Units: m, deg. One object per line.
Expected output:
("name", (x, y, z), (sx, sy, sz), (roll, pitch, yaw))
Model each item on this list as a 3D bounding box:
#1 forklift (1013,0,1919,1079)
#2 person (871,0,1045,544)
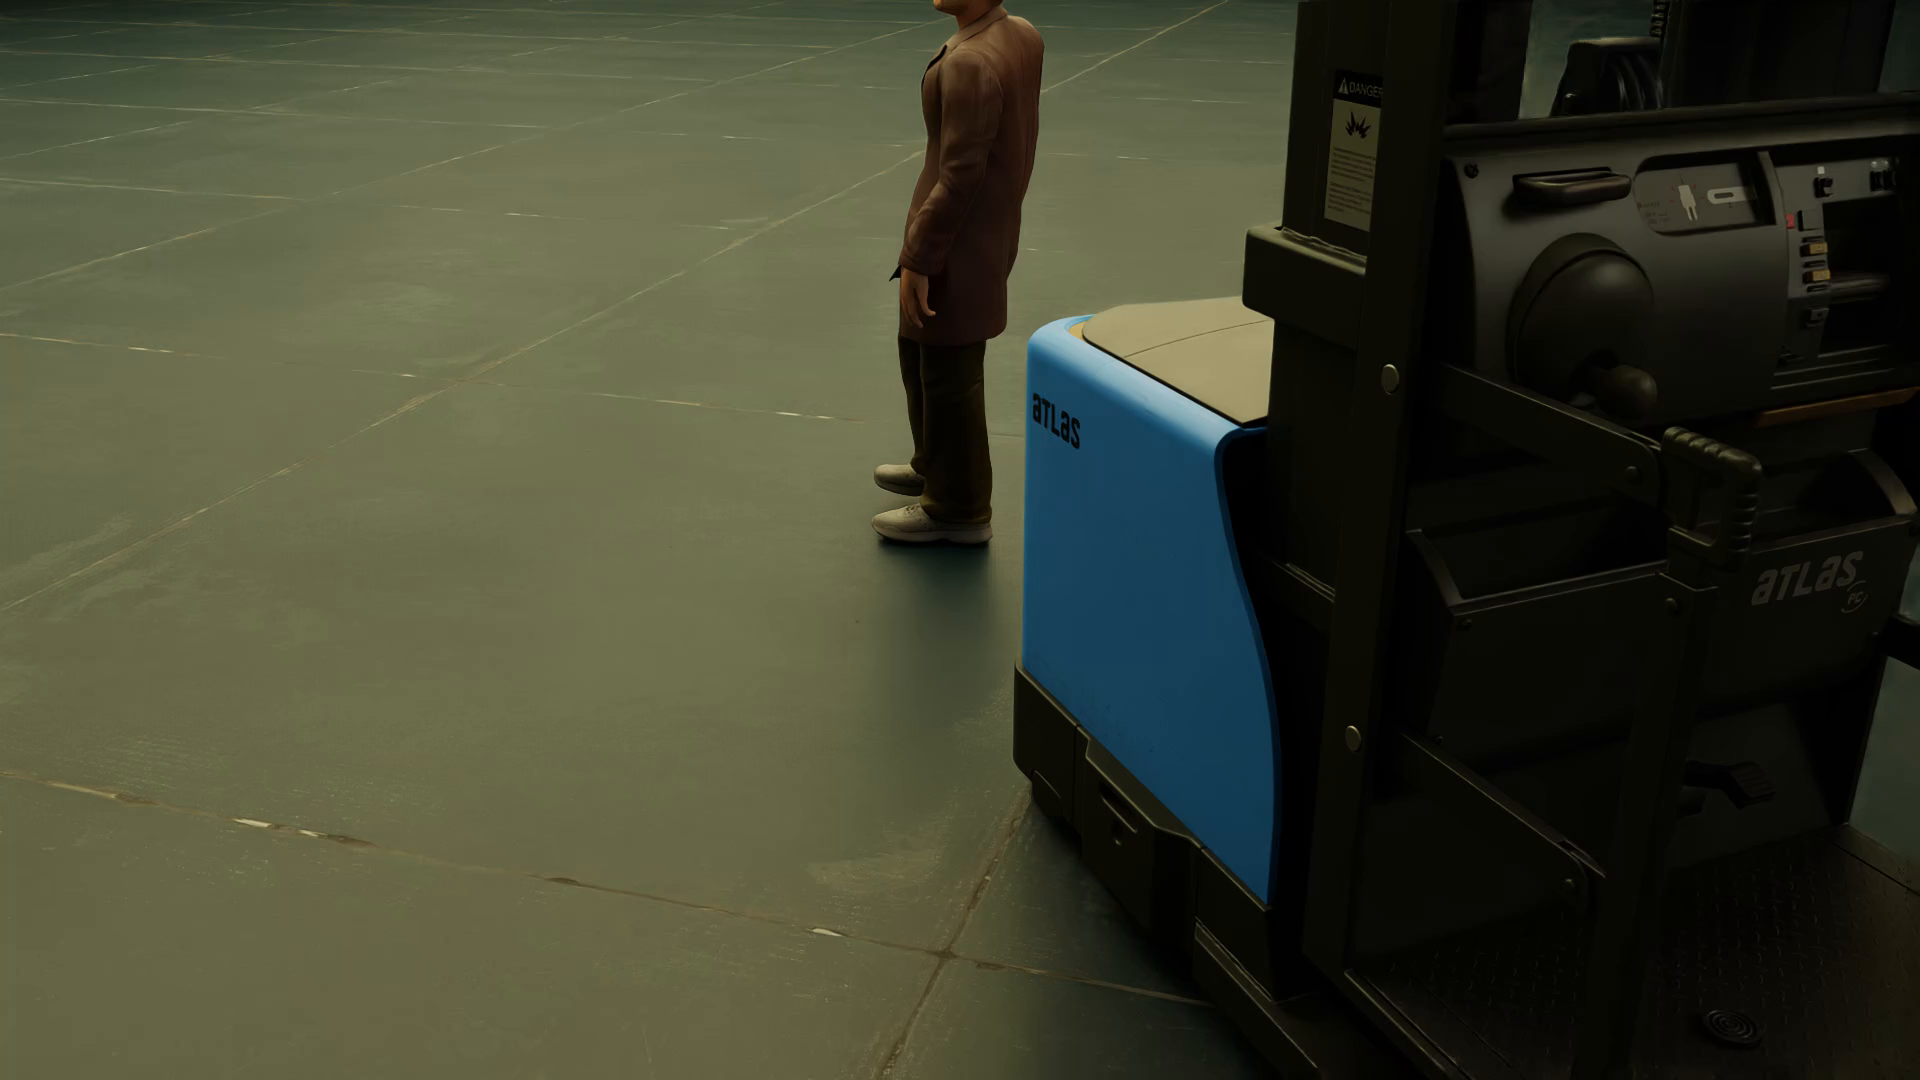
("forklift", (1.167, -0.368, 2.171), (1.130, 2.935, 3.031), (-9, 24, -21))
("person", (-0.086, -0.840, 4.808), (0.583, 1.774, 0.694), (7, 23, 16))
